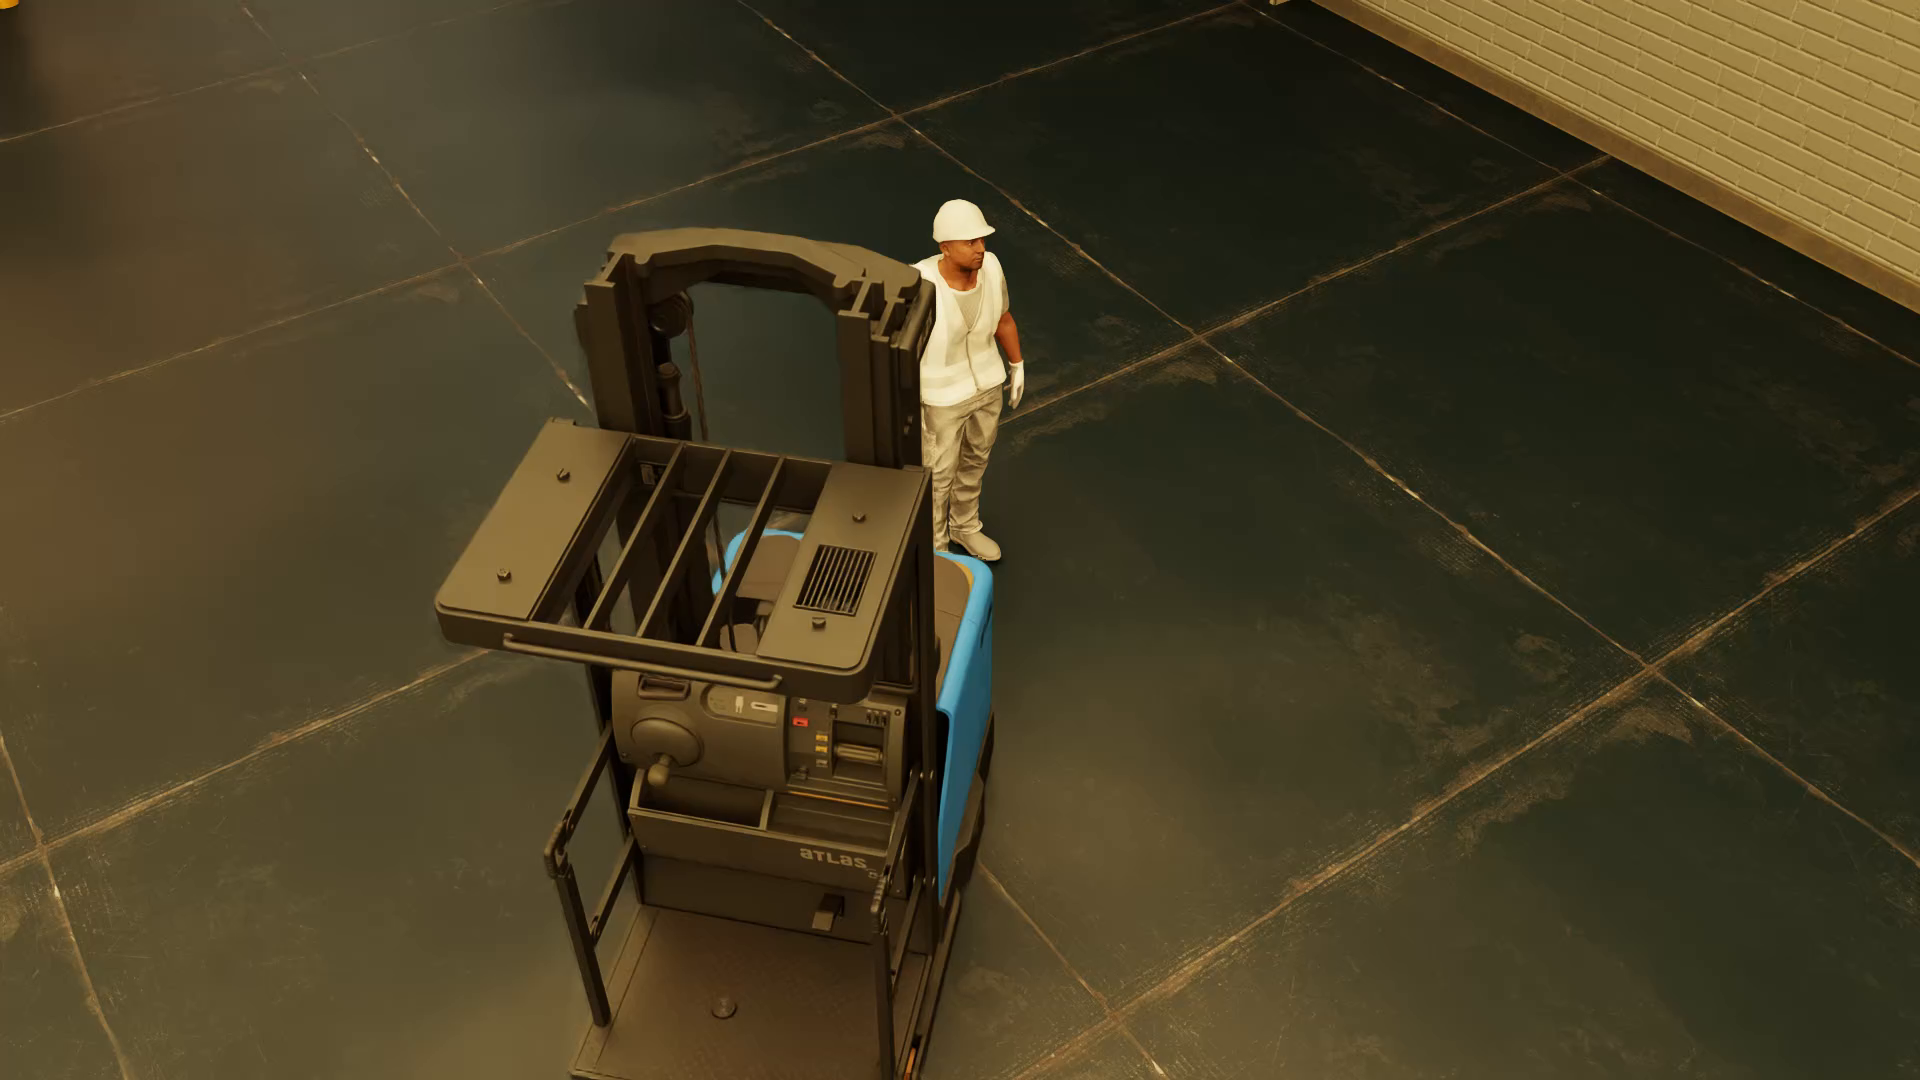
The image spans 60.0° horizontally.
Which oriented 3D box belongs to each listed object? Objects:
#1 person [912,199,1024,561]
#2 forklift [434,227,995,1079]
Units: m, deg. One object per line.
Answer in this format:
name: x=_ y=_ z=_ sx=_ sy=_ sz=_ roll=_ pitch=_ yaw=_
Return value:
person: x=0.034 y=-0.618 z=7.222 sx=0.657 sy=1.783 sz=0.576 roll=-25 pitch=48 yaw=-25
forklift: x=-0.665 y=0.692 z=4.964 sx=1.130 sy=2.935 sz=3.031 roll=8 pitch=43 yaw=9
